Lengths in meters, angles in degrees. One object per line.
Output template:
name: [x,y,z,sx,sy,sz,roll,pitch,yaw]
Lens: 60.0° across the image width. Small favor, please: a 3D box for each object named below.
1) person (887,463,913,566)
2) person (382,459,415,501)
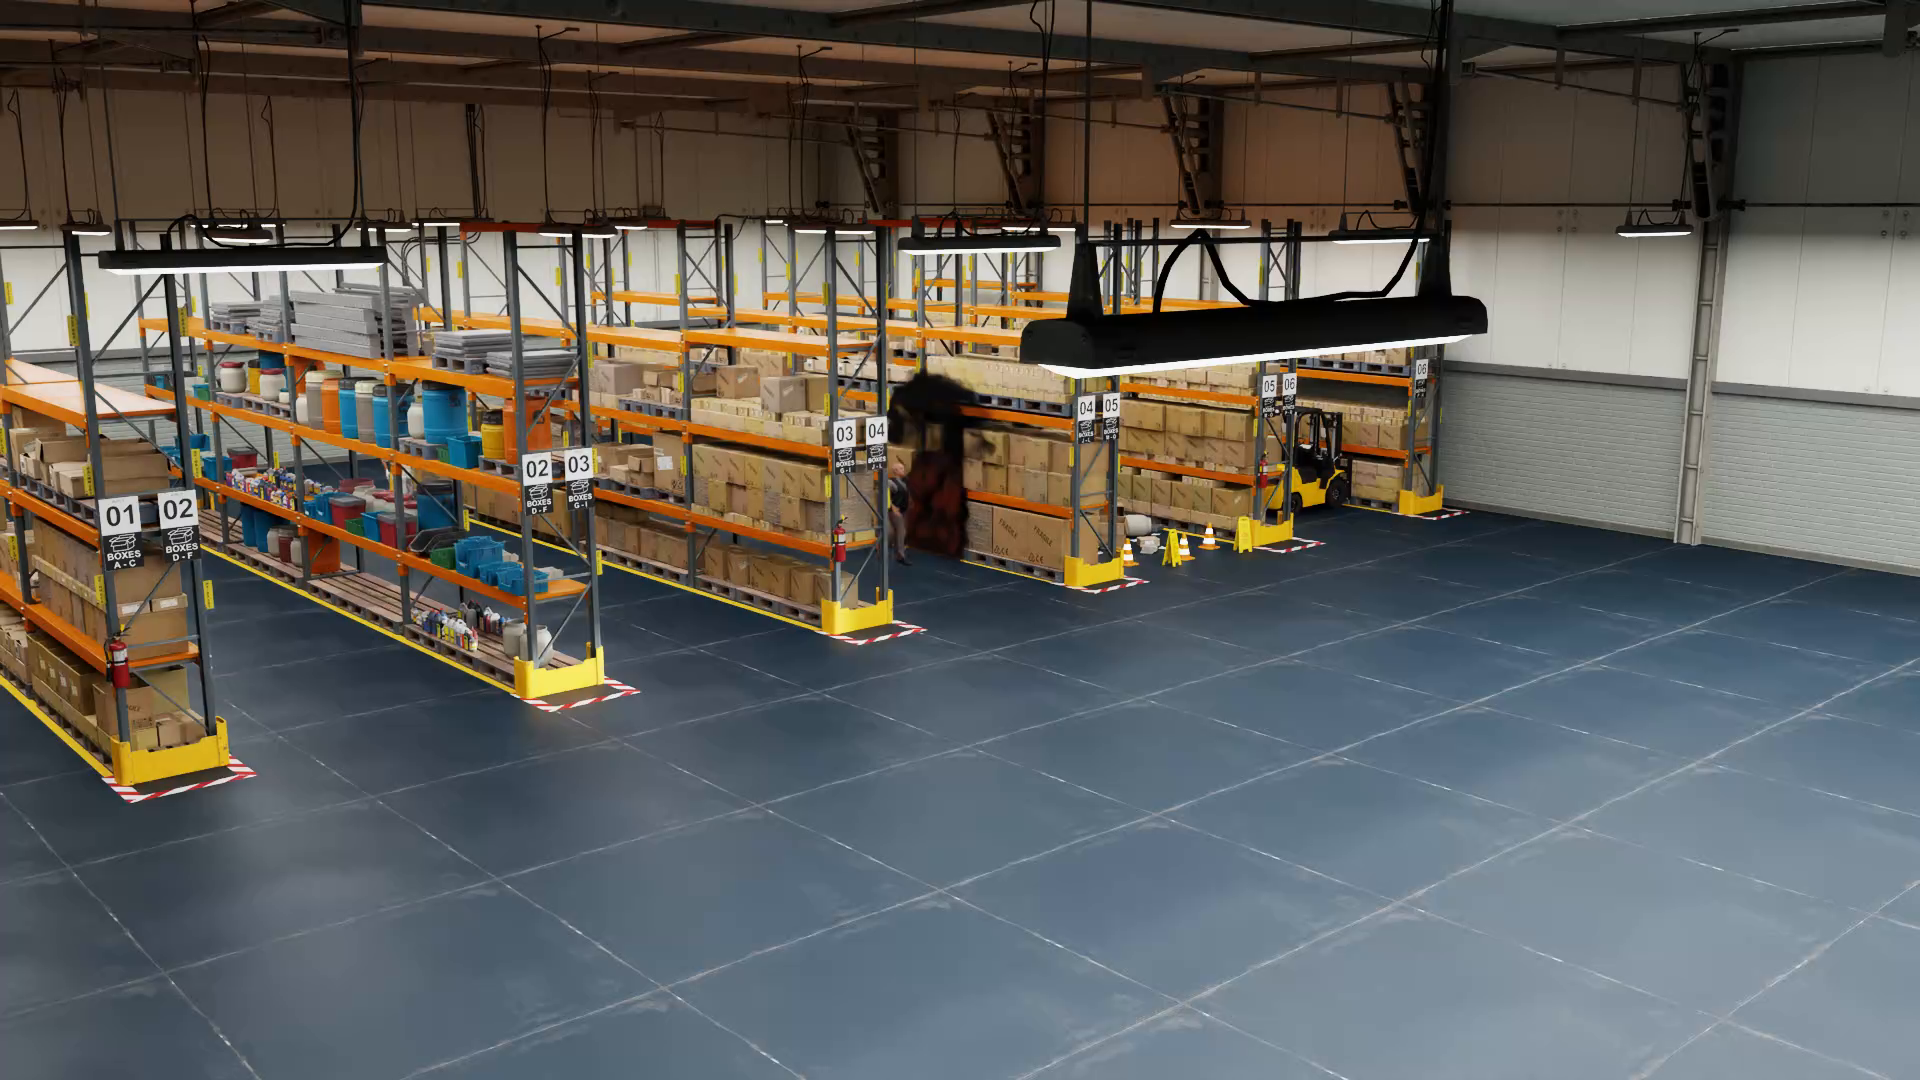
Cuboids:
person: [-1.116,-0.455,28.403,0.691,1.755,0.660,6,13,26]
person: [-11.153,-1.211,33.383,0.656,1.809,0.729,-10,15,-41]
